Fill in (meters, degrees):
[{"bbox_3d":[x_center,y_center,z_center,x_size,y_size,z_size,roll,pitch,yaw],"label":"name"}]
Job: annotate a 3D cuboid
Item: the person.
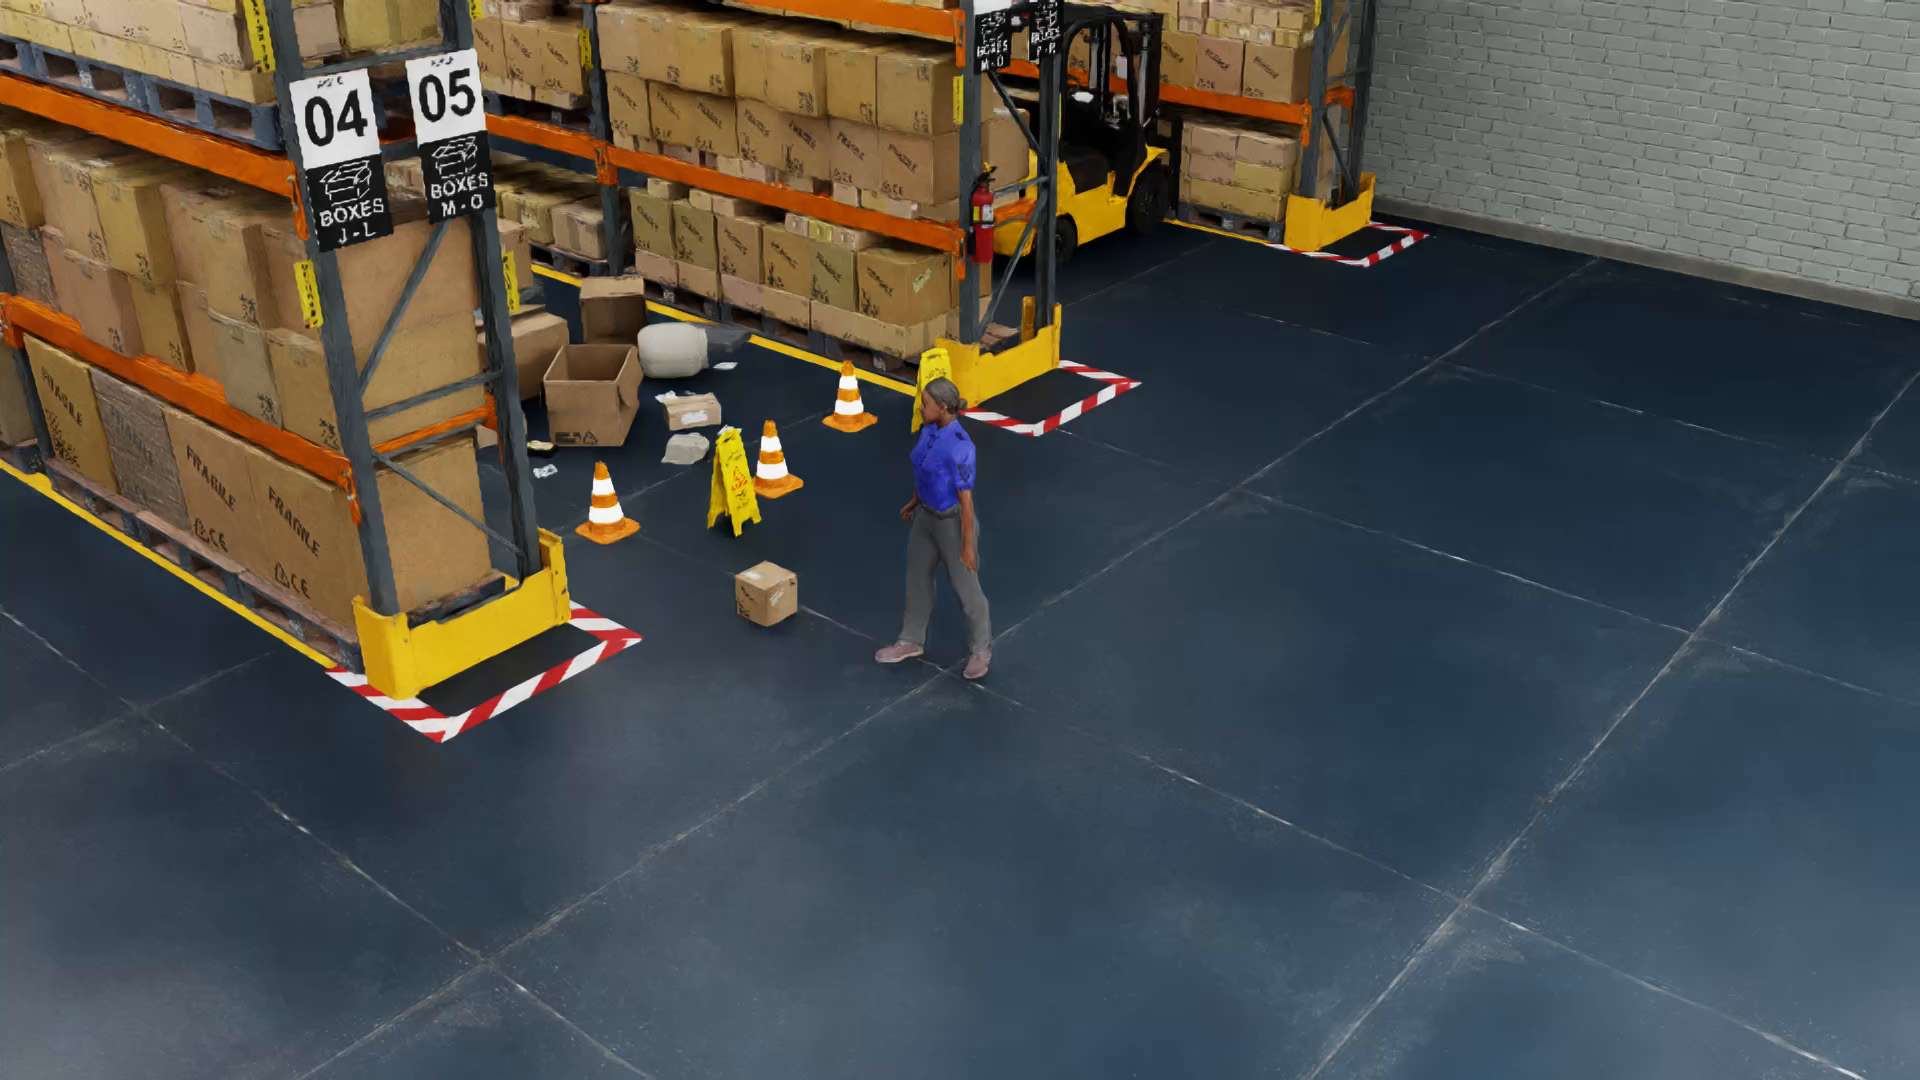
[{"bbox_3d":[-0.127,0.034,8.738,0.595,1.450,0.519,-16,31,-28],"label":"person"}]
